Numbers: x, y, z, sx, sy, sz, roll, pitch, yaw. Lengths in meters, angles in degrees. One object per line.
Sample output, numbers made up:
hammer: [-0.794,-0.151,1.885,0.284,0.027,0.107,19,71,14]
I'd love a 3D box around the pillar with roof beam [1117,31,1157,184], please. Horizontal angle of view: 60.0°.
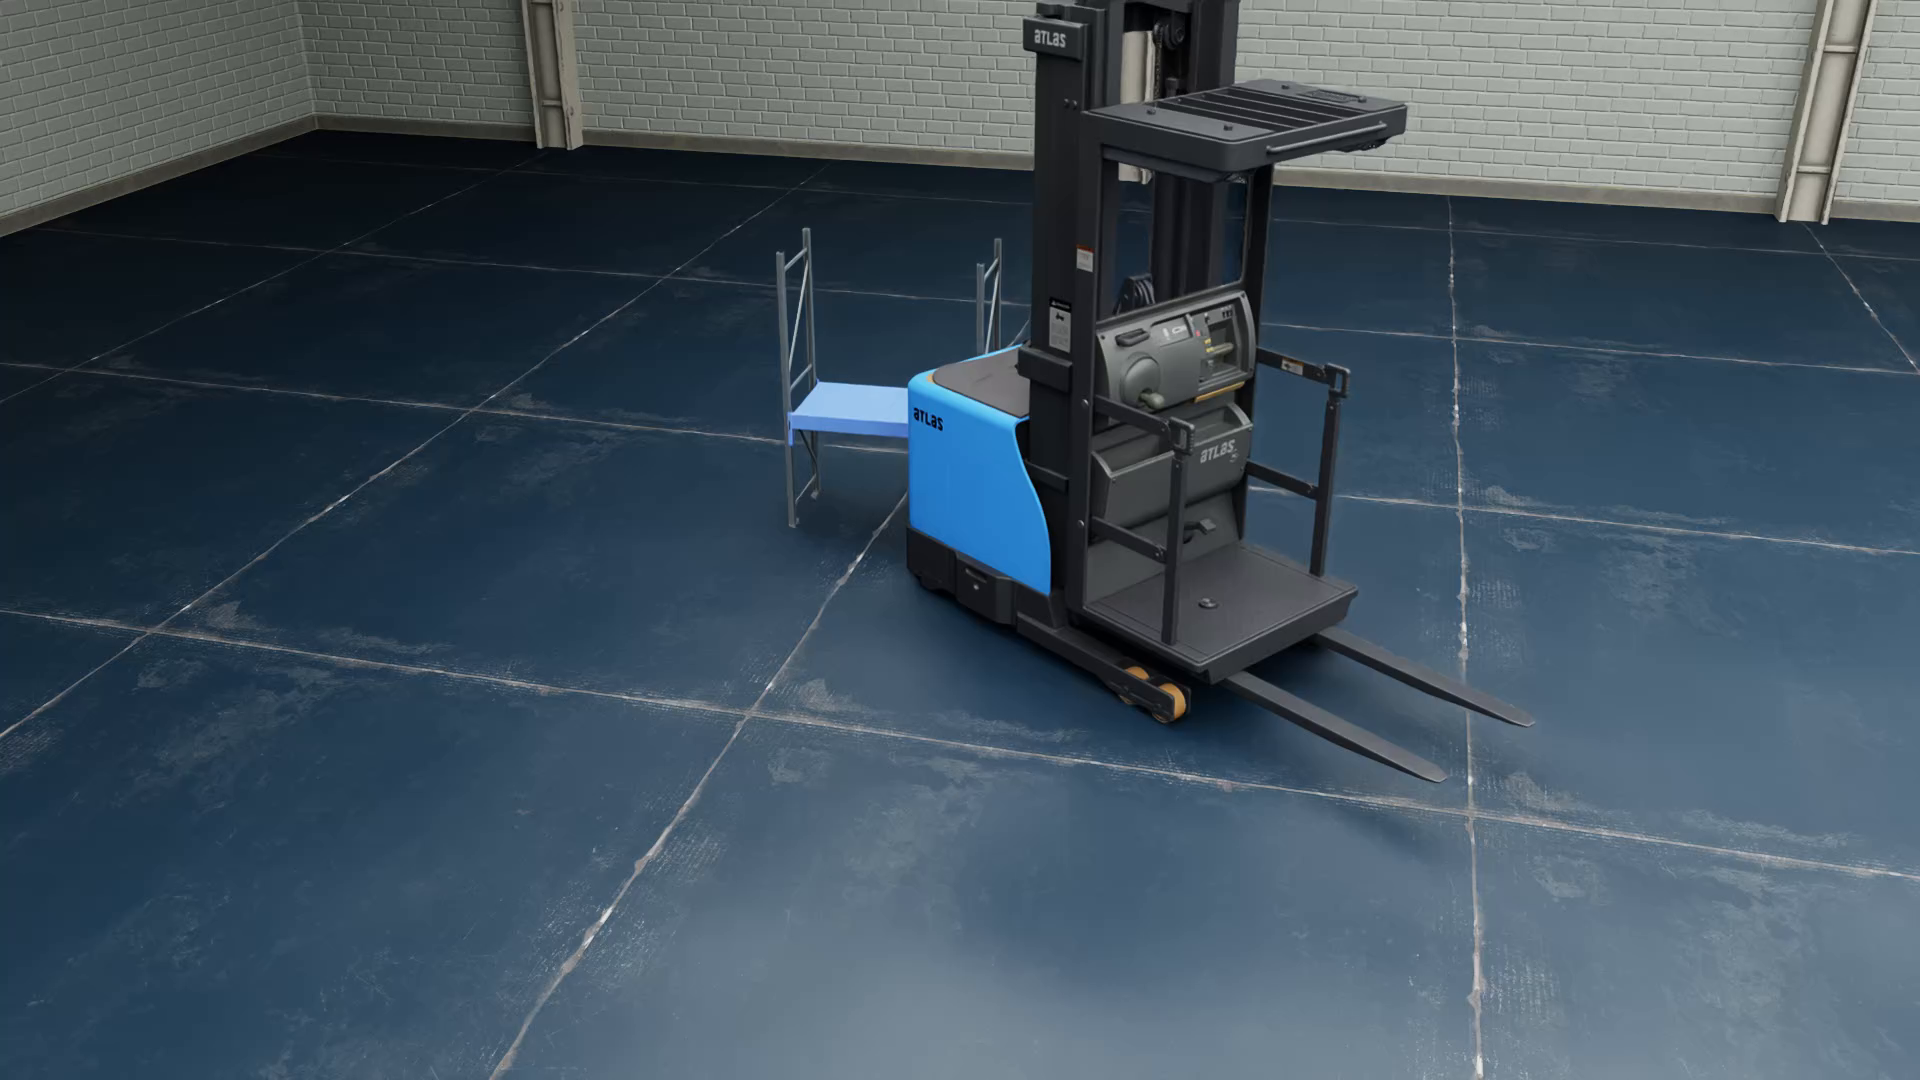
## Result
pillar with roof beam: [0.556,-5.758,10.375,0.400,9.000,9.100,6,26,13]

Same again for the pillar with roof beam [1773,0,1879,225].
pillar with roof beam: [6.367,-5.115,9.026,0.400,9.000,9.100,6,26,13]

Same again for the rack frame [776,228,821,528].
rack frame: [-0.849,-0.849,8.788,0.032,1.500,0.500,5,26,11]

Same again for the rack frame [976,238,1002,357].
rack frame: [0.146,-0.758,8.598,0.032,1.500,0.500,5,26,11]

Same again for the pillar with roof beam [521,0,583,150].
pillar with roof beam: [-5.255,-6.400,11.724,0.400,9.000,9.100,6,26,13]

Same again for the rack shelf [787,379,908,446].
rack shelf: [-0.351,-0.641,8.770,1.000,0.185,0.538,5,26,11]

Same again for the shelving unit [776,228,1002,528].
shelving unit: [-0.351,-0.803,8.693,1.048,1.500,0.538,5,26,11]

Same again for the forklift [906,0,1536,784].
forklift: [1.078,-0.788,6.995,1.130,2.935,3.031,-20,32,-36]
